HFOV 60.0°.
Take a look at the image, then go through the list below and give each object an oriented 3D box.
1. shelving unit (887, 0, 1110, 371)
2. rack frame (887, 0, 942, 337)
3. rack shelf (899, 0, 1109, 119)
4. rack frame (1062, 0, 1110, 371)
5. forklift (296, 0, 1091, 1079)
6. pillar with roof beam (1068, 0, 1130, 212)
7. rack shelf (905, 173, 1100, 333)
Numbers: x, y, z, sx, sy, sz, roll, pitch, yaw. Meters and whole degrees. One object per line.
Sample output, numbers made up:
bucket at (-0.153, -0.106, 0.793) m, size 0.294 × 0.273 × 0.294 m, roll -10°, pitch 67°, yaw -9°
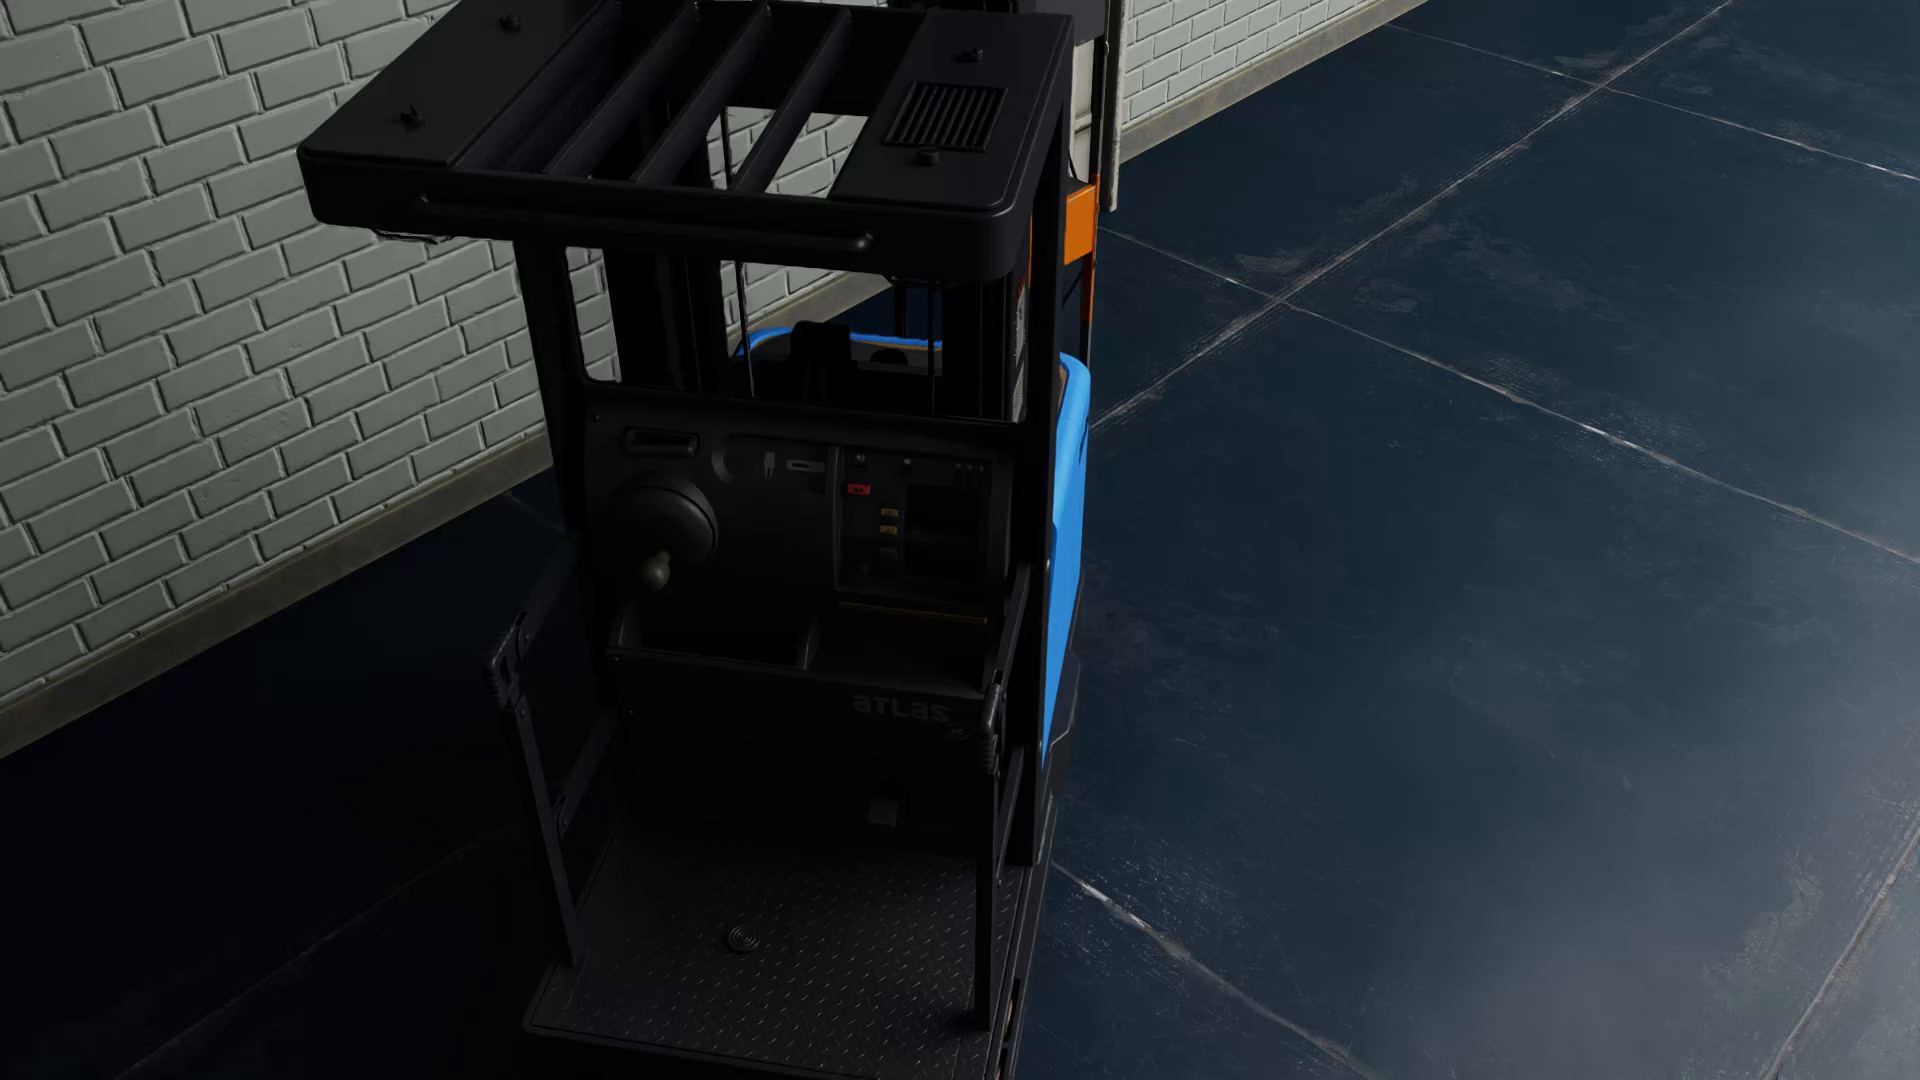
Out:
shelving unit at (0.112, -0.898, 5.192) m, size 0.431 × 2.100 × 0.503 m, roll 30°, pitch 47°, yaw 32°
rack frame at (-0.053, -0.786, 5.051) m, size 0.400 × 2.100 × 0.015 m, roll 30°, pitch 47°, yaw 32°
rack shelf at (0.112, -1.435, 4.765) m, size 0.431 × 0.518 × 0.480 m, roll 30°, pitch 47°, yaw 32°
rack frame at (0.276, -1.010, 5.333) m, size 0.400 × 2.100 × 0.015 m, roll 30°, pitch 47°, yaw 32°
forklift at (-0.386, 0.014, 3.377) m, size 1.130 × 2.935 × 3.031 m, roll 6°, pitch 39°, yaw 8°
pillar with roof beam at (3.658, -3.222, 2.571) m, size 9.100 × 9.000 × 0.400 m, roll 30°, pitch 47°, yaw 32°
rack shelf at (0.112, -0.887, 5.201) m, size 0.431 × 0.518 × 0.480 m, roll 30°, pitch 47°, yaw 32°
